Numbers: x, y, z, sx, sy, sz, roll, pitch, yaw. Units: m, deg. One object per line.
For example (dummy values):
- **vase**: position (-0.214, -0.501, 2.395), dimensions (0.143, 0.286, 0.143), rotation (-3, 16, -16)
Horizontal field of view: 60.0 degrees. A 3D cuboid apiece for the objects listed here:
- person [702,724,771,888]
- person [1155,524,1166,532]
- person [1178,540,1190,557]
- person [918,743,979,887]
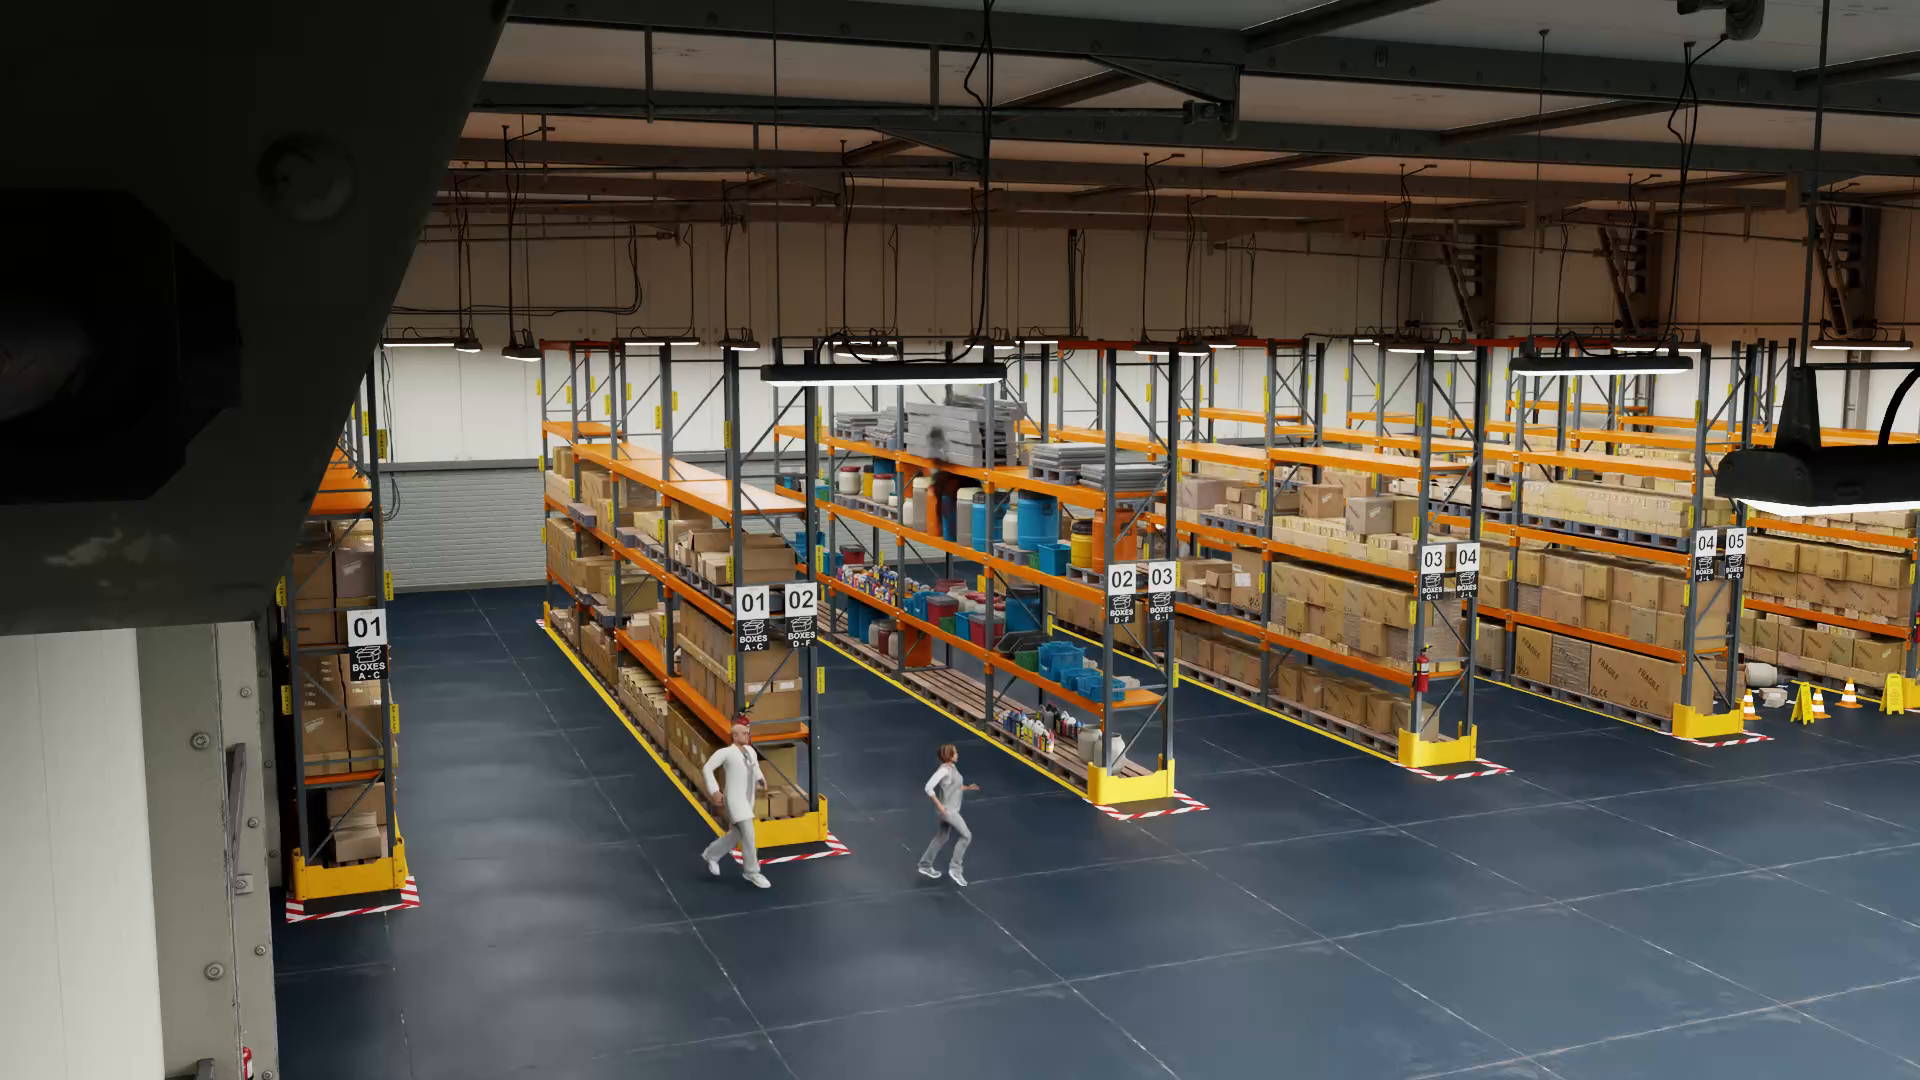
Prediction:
- **person**: position (-2.490, 2.991, 18.982), dimensions (0.980, 1.769, 0.729), rotation (4, 8, 28)
- **person**: position (4.622, 0.495, 38.254), dimensions (0.684, 1.748, 0.686), rotation (-3, 8, -20)
- **person**: position (5.603, 0.046, 41.626), dimensions (0.589, 1.735, 0.706), rotation (-4, 9, -30)
- **person**: position (-0.131, 3.101, 18.804), dimensions (0.706, 1.633, 0.505), rotation (0, 7, 1)
